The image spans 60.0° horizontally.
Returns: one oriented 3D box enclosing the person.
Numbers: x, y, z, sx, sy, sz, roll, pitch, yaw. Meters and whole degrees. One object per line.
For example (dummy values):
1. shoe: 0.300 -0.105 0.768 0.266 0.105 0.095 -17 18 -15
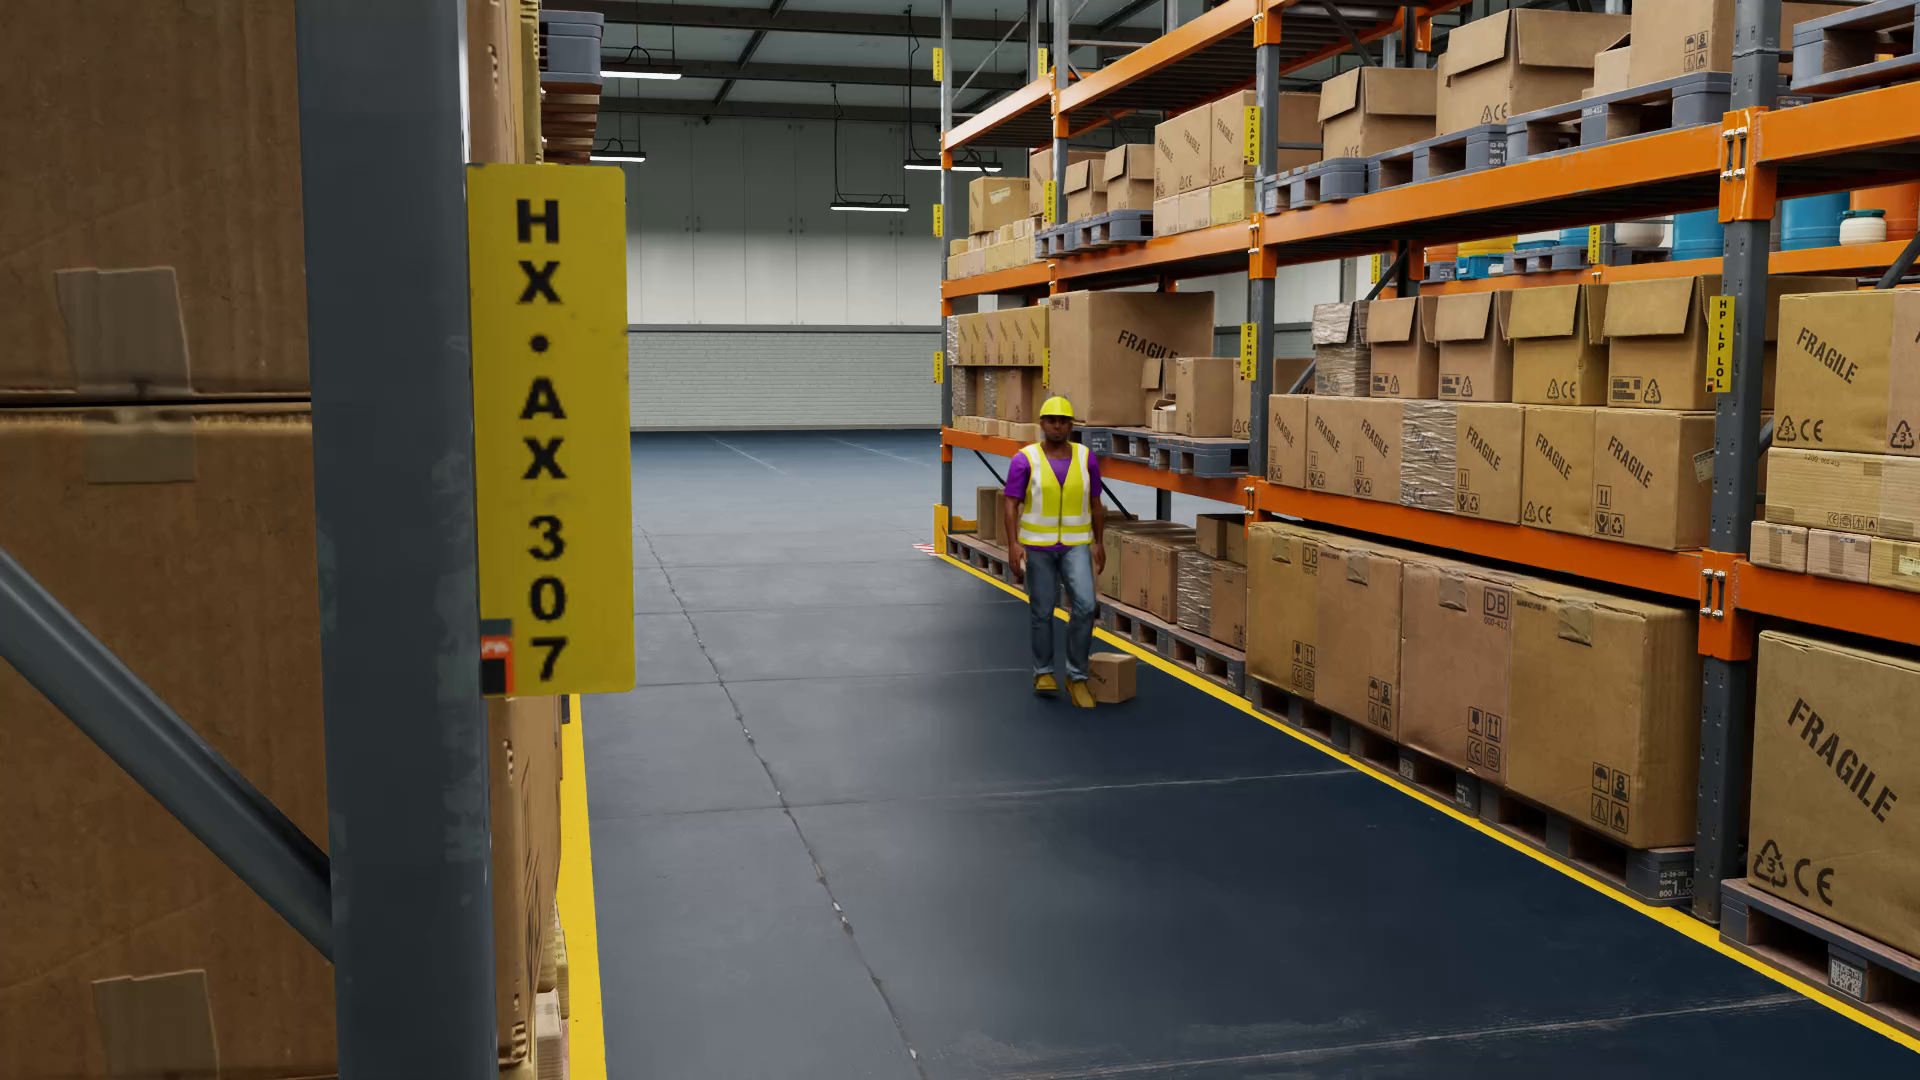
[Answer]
1. person: 0.563 0.070 9.735 0.625 1.818 0.569 0 6 -5
